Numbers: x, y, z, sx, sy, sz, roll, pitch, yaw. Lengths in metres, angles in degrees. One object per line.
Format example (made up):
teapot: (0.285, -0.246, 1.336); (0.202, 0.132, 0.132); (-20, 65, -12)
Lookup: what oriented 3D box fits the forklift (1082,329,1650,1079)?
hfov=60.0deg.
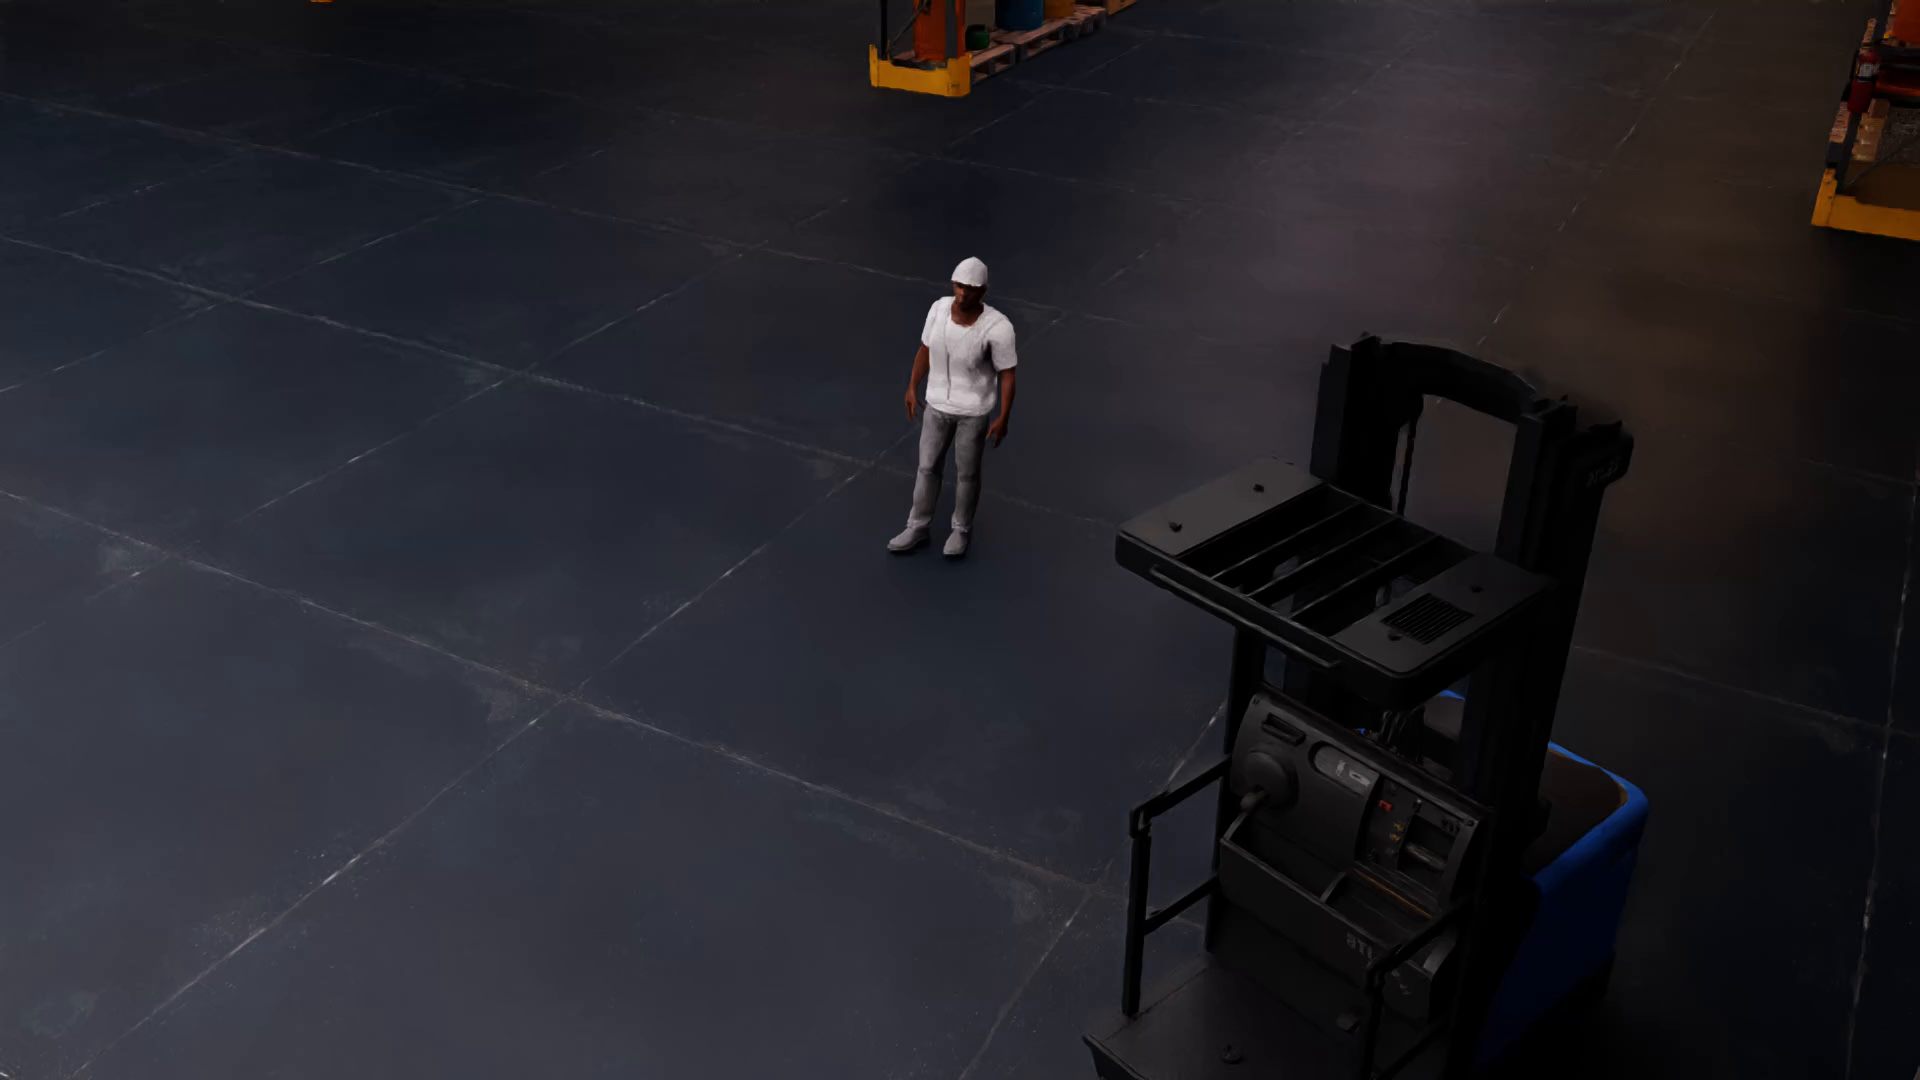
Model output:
forklift: (1.159, 0.906, 5.501); (3.031, 2.935, 1.130); (-24, 37, -35)

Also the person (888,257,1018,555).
person: (-0.038, -0.742, 9.507); (0.665, 1.766, 0.576); (15, 33, 25)
